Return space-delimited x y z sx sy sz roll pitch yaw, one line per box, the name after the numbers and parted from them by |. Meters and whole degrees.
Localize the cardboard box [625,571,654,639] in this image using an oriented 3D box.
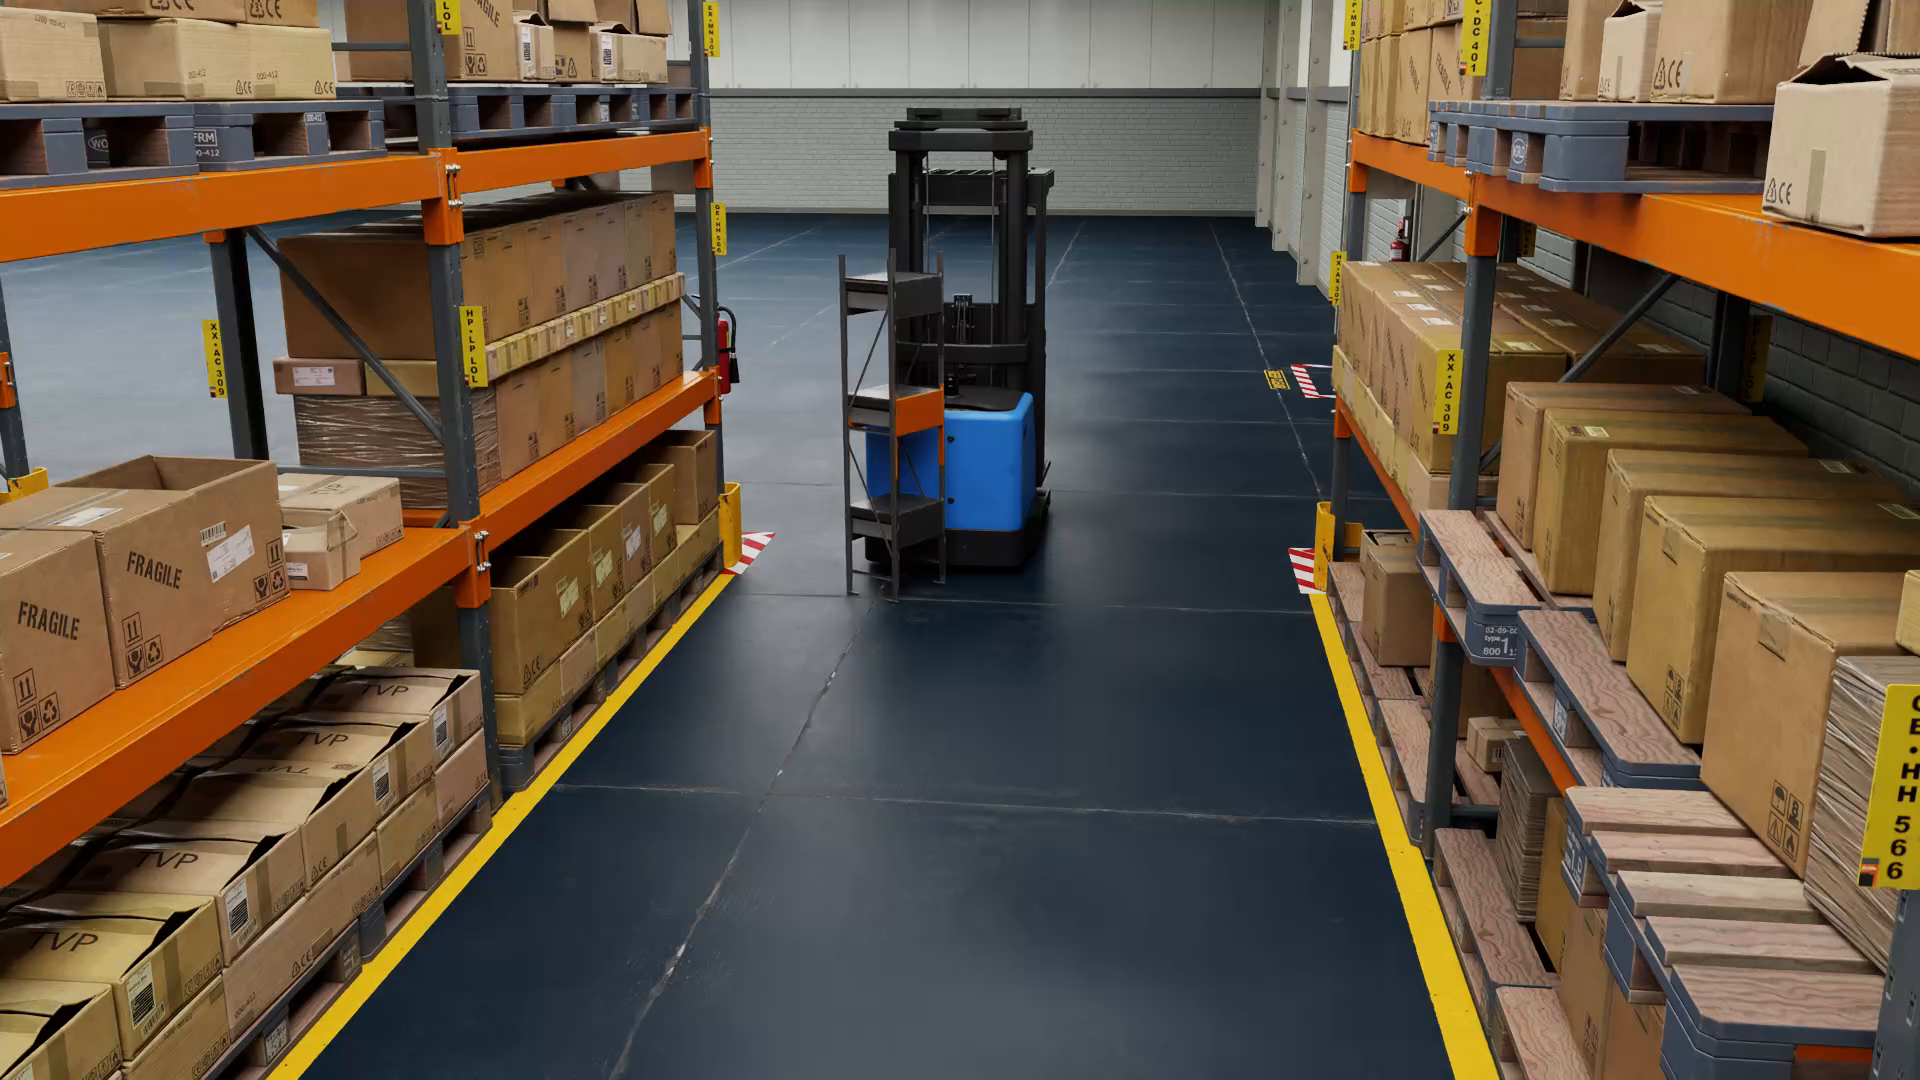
-1.991 0.347 9.096 0.500 0.250 0.500 2 15 6 | cardboard box

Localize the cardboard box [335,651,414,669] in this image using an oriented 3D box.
-2.683 0.720 7.715 0.500 0.250 0.500 2 15 6 | cardboard box

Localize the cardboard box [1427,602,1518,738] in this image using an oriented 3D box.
2.482 0.591 7.675 0.500 0.500 0.500 1 15 2 | cardboard box

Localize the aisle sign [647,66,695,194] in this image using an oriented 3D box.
-1.767 -2.578 10.470 0.394 0.787 0.004 2 15 6 | aisle sign

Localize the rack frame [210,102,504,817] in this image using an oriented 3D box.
-2.518 -0.278 6.942 1.000 3.000 0.127 2 15 6 | rack frame

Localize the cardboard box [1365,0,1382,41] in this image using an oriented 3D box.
2.464 -2.937 8.886 0.500 0.500 0.500 2 15 6 | cardboard box

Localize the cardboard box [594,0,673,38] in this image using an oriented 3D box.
-2.136 -2.934 9.750 0.797 0.503 0.637 3 15 10 | cardboard box

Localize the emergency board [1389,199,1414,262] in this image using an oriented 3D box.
4.630 -3.159 17.598 0.194 1.169 0.643 2 15 6 | emergency board

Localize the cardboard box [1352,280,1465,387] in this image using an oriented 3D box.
2.373 -1.093 8.769 0.500 0.500 0.500 1 15 4 | cardboard box

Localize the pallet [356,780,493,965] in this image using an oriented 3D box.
-2.562 1.261 6.595 1.003 0.211 1.213 2 15 6 | pallet

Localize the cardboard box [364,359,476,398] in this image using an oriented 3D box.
-2.295 -0.703 7.081 0.380 0.149 0.250 2 15 6 | cardboard box

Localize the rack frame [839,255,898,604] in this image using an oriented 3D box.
-0.550 -0.655 10.058 0.400 2.100 0.015 10 18 35 | rack frame

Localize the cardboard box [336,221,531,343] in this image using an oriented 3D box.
-2.418 -1.198 7.671 0.700 0.500 0.500 2 15 6 | cardboard box

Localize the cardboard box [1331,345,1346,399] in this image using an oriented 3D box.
2.485 -0.990 9.826 0.500 0.250 0.500 1 15 5 | cardboard box

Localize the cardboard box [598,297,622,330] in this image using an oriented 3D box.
-2.065 -1.236 9.052 0.380 0.149 0.250 2 15 8 | cardboard box

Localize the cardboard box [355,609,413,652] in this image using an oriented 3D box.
-2.615 0.229 8.095 0.500 0.500 0.500 2 15 6 | cardboard box

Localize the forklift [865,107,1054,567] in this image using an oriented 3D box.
0.084 -1.578 11.883 1.130 2.935 3.031 2 15 7 | forklift

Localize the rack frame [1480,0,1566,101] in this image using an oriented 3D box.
2.404 -3.029 5.623 1.000 3.000 0.127 2 15 6 | rack frame

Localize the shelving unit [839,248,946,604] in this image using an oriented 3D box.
-0.406 -0.707 10.248 0.431 2.100 0.503 10 18 35 | shelving unit

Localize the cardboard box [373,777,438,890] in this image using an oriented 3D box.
-2.336 1.094 6.332 0.500 0.250 0.500 1 15 5 | cardboard box

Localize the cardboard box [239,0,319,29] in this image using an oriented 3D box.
-2.627 -2.059 5.830 0.500 0.500 0.500 2 15 7 | cardboard box

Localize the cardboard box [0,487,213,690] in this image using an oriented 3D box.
-2.737 0.139 5.209 0.500 0.500 0.500 2 15 6 | cardboard box

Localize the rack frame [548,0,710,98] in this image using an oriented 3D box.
-2.067 -4.211 9.996 1.000 3.000 0.127 2 15 6 | rack frame

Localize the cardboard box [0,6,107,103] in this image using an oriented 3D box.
-2.795 -1.362 4.688 0.500 0.250 0.500 0 15 2 | cardboard box

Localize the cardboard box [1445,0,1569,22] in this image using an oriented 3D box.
2.192 -2.259 6.378 0.500 0.500 0.500 0 15 1 | cardboard box

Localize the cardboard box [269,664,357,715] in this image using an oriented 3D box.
-2.812 0.676 6.804 0.500 0.311 0.500 2 15 6 | cardboard box

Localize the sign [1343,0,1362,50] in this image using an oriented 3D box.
2.317 -3.056 9.796 0.100 0.325 0.005 2 15 6 | sign

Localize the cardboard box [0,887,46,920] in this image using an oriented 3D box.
-3.043 1.205 4.849 0.500 0.311 0.500 2 15 6 | cardboard box

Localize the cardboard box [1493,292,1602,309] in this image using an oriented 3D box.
2.836 -0.946 8.226 0.500 0.500 0.500 2 15 7 | cardboard box

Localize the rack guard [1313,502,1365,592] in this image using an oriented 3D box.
2.847 0.056 10.496 1.175 0.500 0.348 2 15 6 | rack guard

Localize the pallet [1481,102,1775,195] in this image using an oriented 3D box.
2.115 -1.064 4.463 1.213 0.211 1.003 2 15 6 | pallet

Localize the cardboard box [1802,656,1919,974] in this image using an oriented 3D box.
1.996 0.522 2.951 0.700 0.500 0.500 0 15 0 | cardboard box

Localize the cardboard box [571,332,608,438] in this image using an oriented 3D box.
-2.304 -0.841 8.834 0.700 0.500 0.500 2 15 8 | cardboard box

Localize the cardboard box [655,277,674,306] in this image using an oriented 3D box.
-1.949 -1.504 10.043 0.380 0.149 0.250 2 15 8 | cardboard box

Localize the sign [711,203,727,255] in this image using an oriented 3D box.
-1.529 -1.969 10.524 0.100 0.325 0.005 2 15 6 | sign

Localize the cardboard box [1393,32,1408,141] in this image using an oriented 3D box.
2.380 -2.184 8.016 0.500 0.500 0.500 3 15 10 | cardboard box

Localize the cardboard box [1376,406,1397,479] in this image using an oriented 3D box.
2.263 -0.462 7.872 0.500 0.250 0.500 2 15 6 | cardboard box

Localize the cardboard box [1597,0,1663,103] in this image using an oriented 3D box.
2.194 -1.441 4.865 0.500 0.311 0.500 2 15 8 | cardboard box

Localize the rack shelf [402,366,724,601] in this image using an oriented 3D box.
-2.292 -0.449 8.954 1.077 0.370 4.000 2 15 6 | rack shelf

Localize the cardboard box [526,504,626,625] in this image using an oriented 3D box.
-2.042 0.115 8.518 0.500 0.500 0.500 2 15 6 | cardboard box

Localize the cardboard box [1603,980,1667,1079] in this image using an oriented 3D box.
2.184 1.451 4.496 0.700 0.500 0.500 2 15 6 | cardboard box

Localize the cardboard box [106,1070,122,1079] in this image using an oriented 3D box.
-2.563 1.627 4.362 0.500 0.250 0.500 1 15 5 | cardboard box

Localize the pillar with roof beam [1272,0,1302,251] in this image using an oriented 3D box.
2.067 -10.210 32.183 9.100 9.000 0.400 2 15 6 | pillar with roof beam

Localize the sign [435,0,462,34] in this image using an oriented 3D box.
-1.978 -2.114 6.392 0.100 0.325 0.005 2 15 6 | sign

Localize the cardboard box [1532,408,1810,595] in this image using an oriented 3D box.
2.243 -0.118 5.316 0.700 0.500 0.500 3 15 12 | cardboard box

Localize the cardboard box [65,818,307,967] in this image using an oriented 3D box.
-2.450 1.084 5.294 0.500 0.311 0.500 2 15 6 | cardboard box

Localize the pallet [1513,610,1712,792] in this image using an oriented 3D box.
2.136 0.483 4.498 1.003 0.211 1.213 2 15 6 | pallet

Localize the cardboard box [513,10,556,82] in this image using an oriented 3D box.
-2.138 -2.216 7.461 0.500 0.311 0.500 1 15 3 | cardboard box

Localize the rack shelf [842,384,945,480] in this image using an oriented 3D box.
-0.406 -0.694 10.251 0.431 0.518 0.480 10 18 35 | rack shelf

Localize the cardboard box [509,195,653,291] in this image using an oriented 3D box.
-2.192 -1.719 9.594 0.700 0.500 0.500 1 15 5 | cardboard box

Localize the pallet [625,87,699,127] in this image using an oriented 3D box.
-2.172 -2.538 9.723 1.003 0.211 1.213 2 15 6 | pallet

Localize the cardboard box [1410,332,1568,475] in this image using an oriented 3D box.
2.151 -0.564 6.812 0.500 0.500 0.500 2 15 6 | cardboard box

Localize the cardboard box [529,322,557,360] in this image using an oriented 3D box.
-2.181 -0.968 8.061 0.380 0.149 0.250 1 15 4 | cardboard box

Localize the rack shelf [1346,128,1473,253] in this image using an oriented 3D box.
2.630 -1.752 8.027 1.077 0.370 4.000 2 15 6 | rack shelf

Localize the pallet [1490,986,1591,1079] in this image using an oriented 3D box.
2.183 1.733 4.850 1.003 0.211 1.213 2 15 6 | pallet
